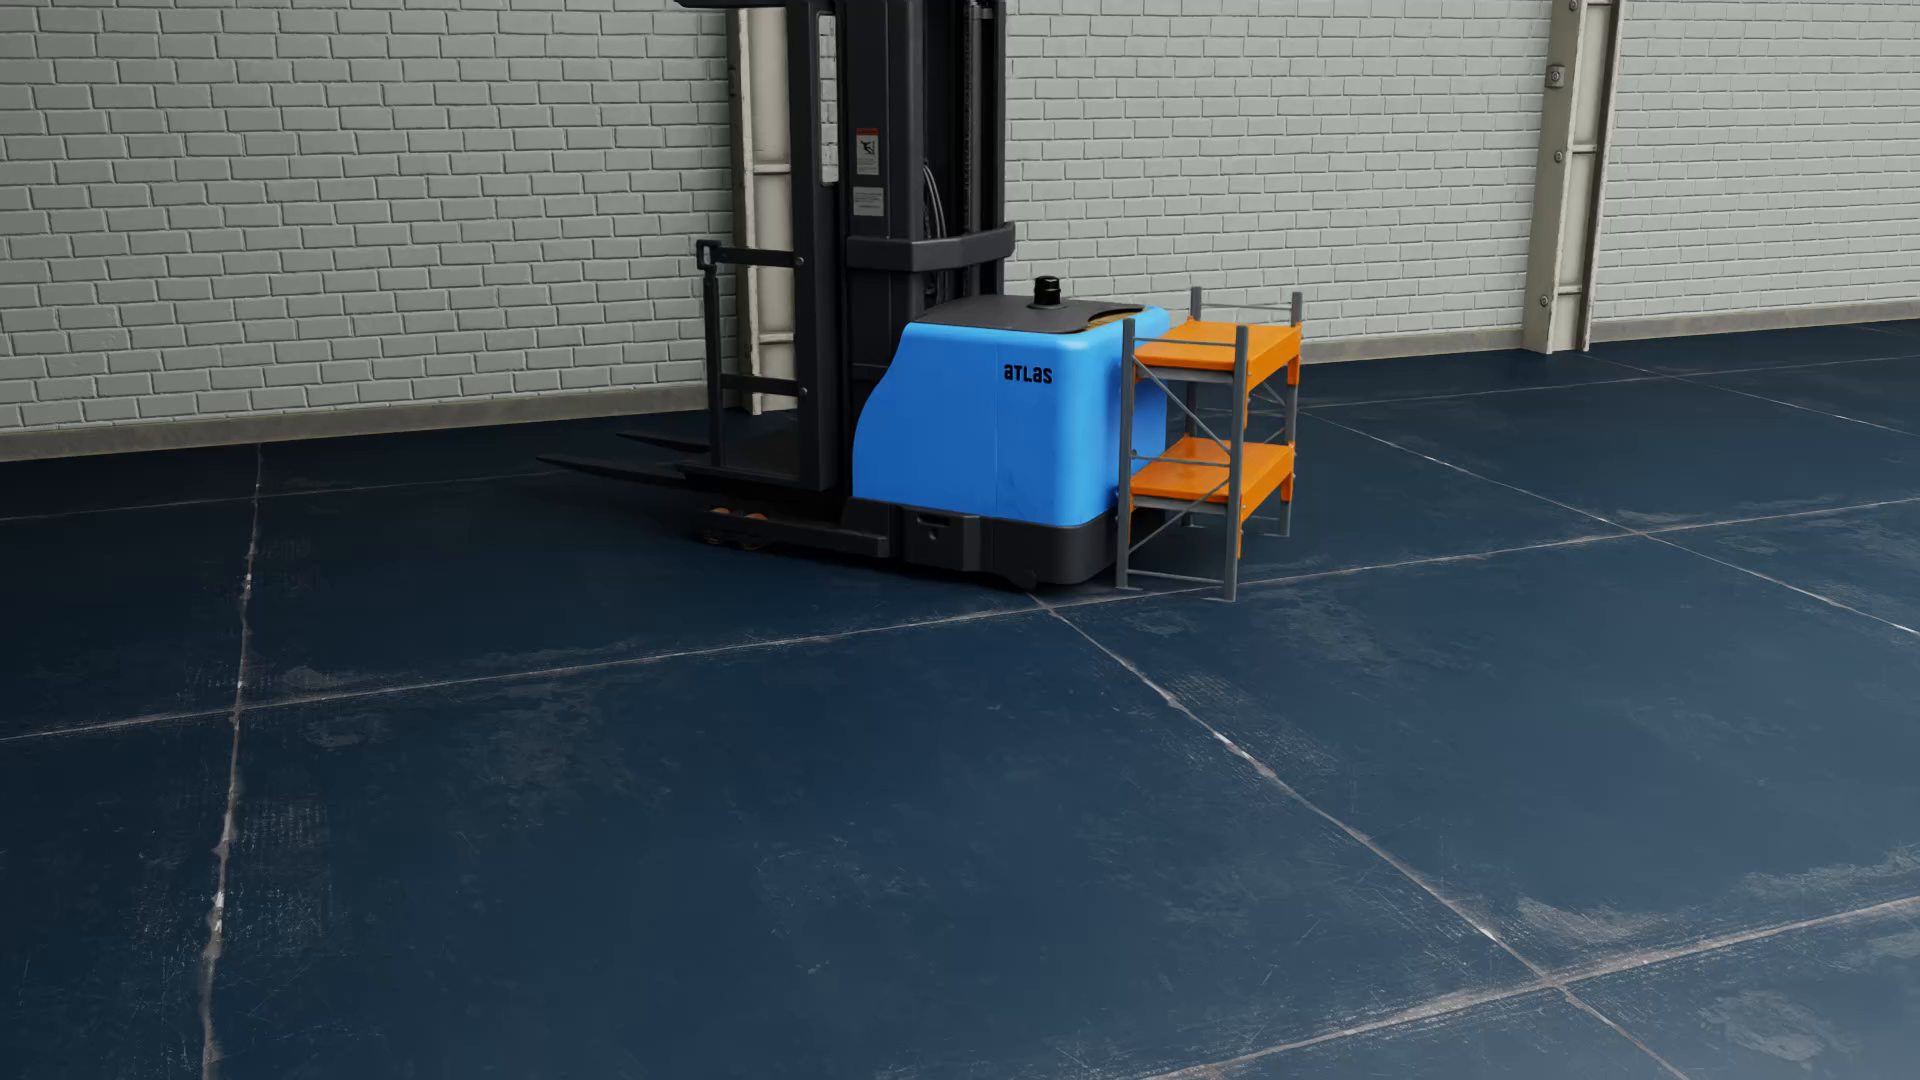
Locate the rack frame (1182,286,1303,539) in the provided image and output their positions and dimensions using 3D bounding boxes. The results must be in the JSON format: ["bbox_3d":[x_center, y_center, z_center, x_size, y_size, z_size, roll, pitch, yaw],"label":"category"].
[{"bbox_3d":[1.277,-0.577,7.567,0.500,1.125,0.032,7,18,22],"label":"rack frame"}]

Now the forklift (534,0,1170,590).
[{"bbox_3d":[-0.613,-1.480,7.435,3.031,2.935,1.130,9,18,27],"label":"forklift"}]

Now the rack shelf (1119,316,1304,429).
[{"bbox_3d":[1.079,-0.726,7.035,0.538,0.278,1.000,7,18,22],"label":"rack shelf"}]

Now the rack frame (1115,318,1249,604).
[{"bbox_3d":[0.882,-0.313,6.668,0.500,1.125,0.032,7,18,22],"label":"rack frame"}]

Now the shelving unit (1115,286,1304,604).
[{"bbox_3d":[1.079,-0.445,7.117,0.538,1.125,1.048,7,18,22],"label":"shelving unit"}]

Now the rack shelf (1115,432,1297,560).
[{"bbox_3d":[1.079,-0.210,7.186,0.538,0.278,1.000,7,18,22],"label":"rack shelf"}]

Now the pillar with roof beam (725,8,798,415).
[{"bbox_3d":[0.395,-4.013,5.293,0.400,9.000,9.100,-6,17,-20],"label":"pillar with roof beam"}]

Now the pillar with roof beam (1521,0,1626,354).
[{"bbox_3d":[5.998,-4.618,7.353,0.400,9.000,9.100,-6,17,-20],"label":"pillar with roof beam"}]
